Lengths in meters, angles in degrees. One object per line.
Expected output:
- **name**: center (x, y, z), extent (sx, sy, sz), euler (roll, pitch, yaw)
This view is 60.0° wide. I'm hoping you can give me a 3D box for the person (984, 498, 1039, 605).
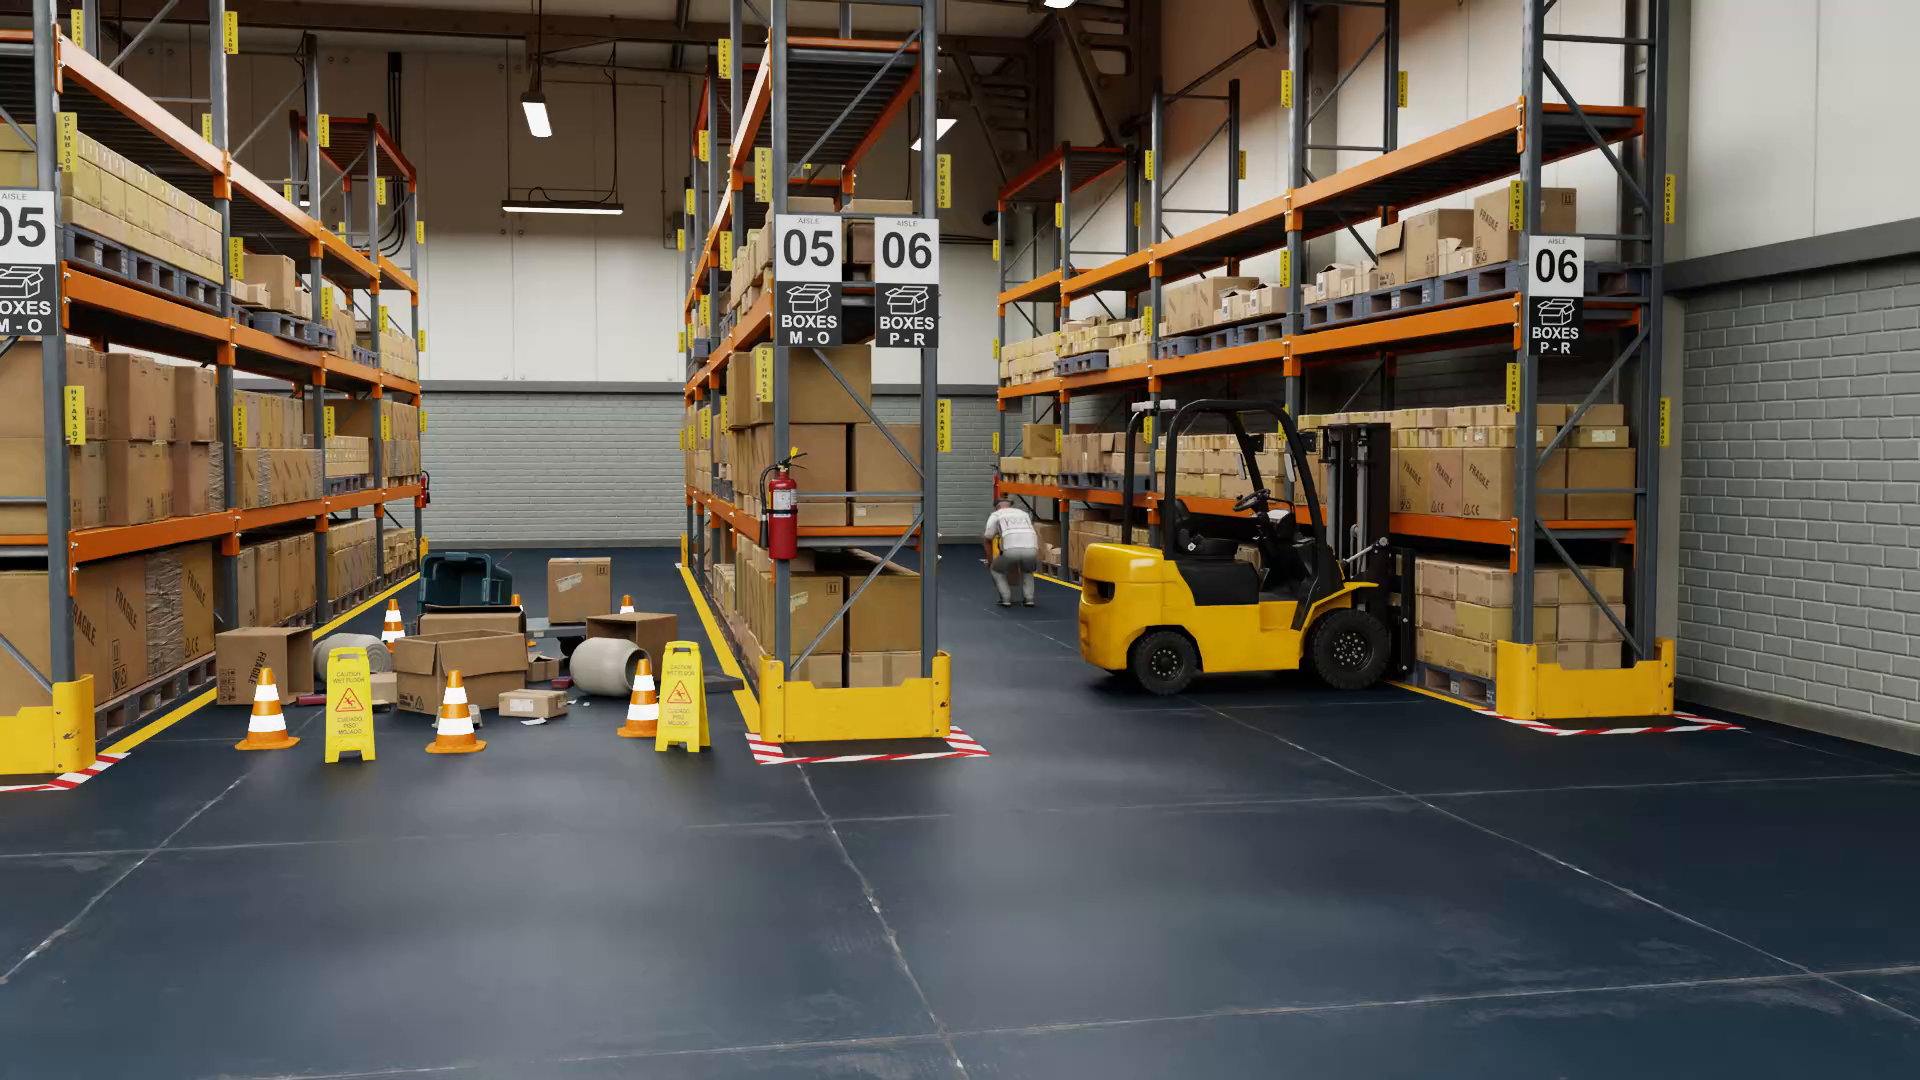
- **person**: center (0.590, 0.137, 19.359), extent (0.581, 1.241, 0.882), euler (-1, 3, -11)
